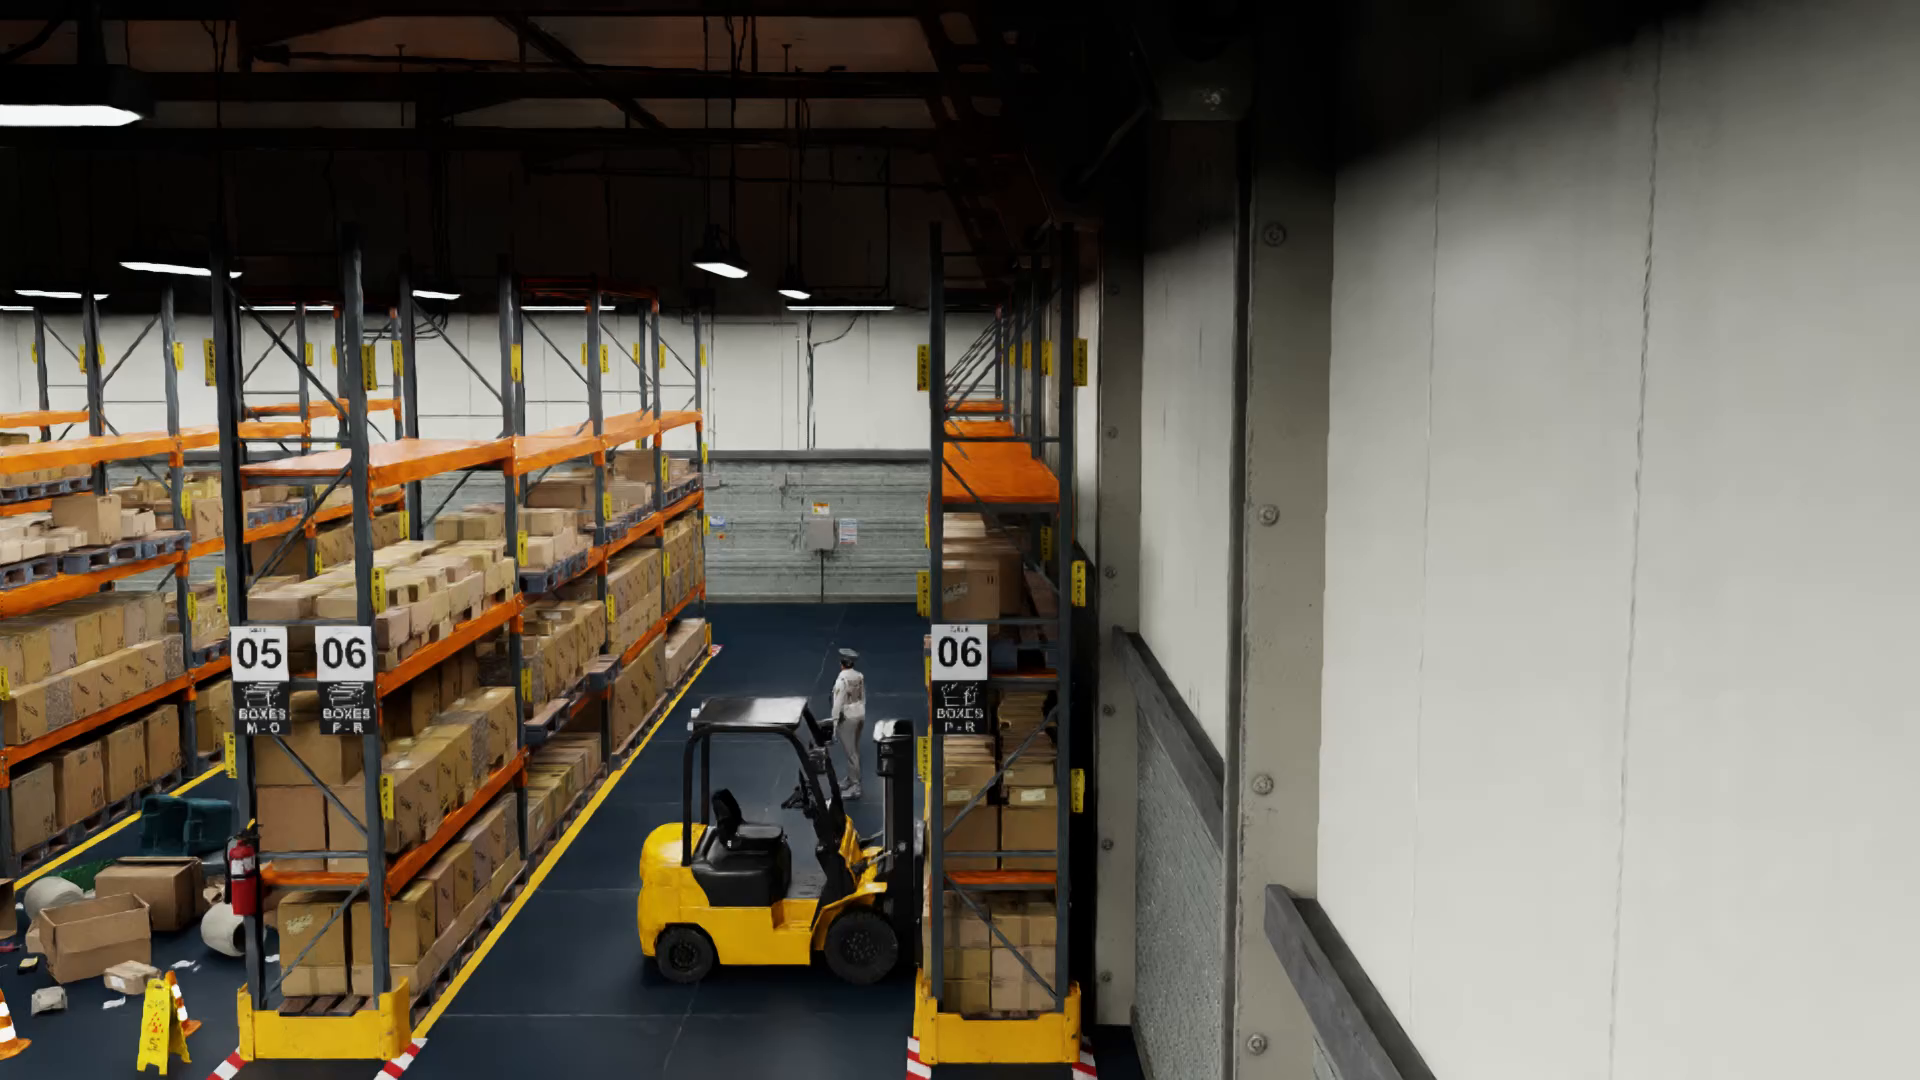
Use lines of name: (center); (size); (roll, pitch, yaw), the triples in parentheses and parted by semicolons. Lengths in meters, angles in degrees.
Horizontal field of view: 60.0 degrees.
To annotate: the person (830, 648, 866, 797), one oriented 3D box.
person: (-1.301, 2.086, 19.223); (0.529, 1.668, 0.574); (4, 8, 30)
